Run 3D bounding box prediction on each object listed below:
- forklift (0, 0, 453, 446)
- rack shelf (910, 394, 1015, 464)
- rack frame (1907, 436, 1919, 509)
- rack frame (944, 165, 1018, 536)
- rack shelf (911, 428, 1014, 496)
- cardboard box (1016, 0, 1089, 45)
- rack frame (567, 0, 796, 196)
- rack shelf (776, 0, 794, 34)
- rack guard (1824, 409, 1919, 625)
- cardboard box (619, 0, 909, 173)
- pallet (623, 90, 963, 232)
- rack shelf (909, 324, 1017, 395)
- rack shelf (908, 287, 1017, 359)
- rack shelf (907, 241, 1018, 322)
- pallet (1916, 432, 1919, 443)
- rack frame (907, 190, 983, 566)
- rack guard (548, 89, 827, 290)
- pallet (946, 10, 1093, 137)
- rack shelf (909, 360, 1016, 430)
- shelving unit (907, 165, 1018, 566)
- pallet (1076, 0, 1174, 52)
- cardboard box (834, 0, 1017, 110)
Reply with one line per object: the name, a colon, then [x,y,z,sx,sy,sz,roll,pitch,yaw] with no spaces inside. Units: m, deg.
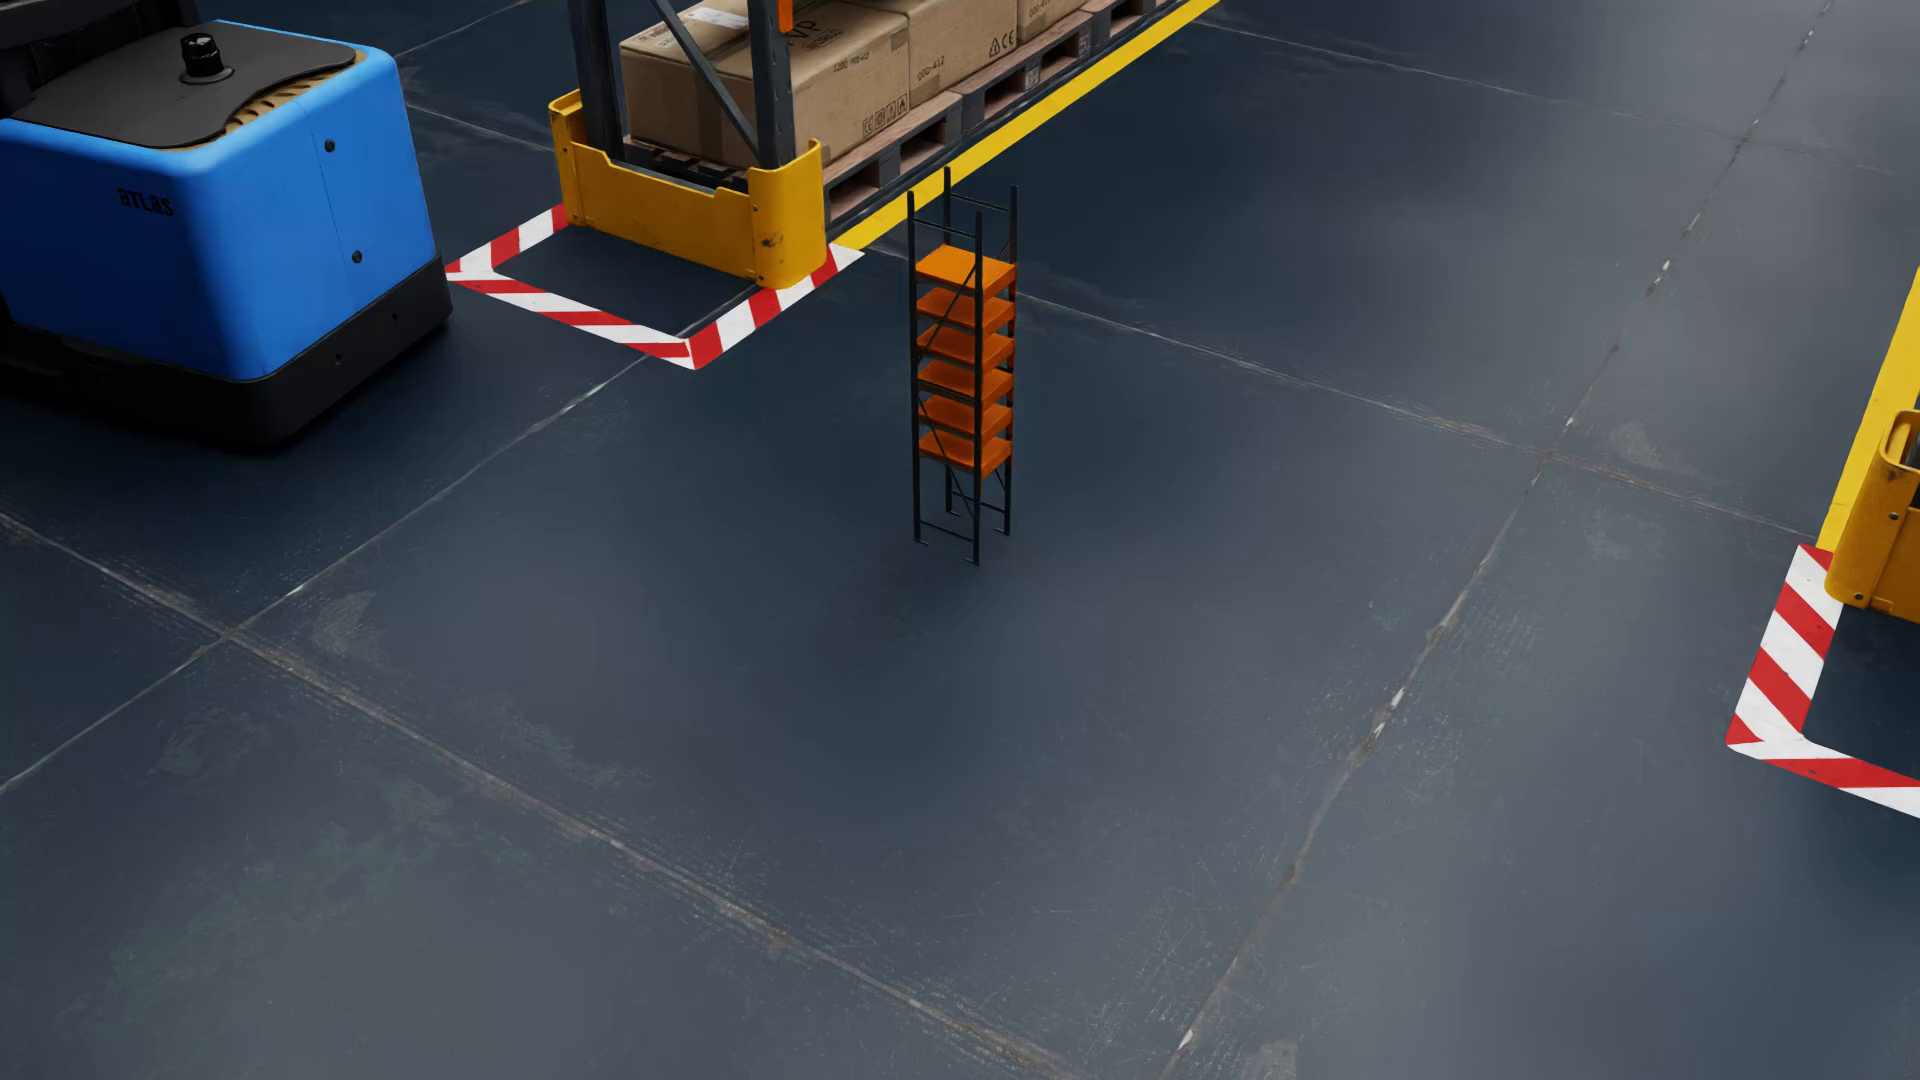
forklift: [-3.472,-2.060,5.521,3.031,2.935,1.130,15,40,18]
rack shelf: [0.008,-0.352,4.994,0.258,0.103,0.180,21,42,25]
rack frame: [3.148,-0.878,3.932,1.000,3.000,0.127,21,42,25]
rack frame: [0.057,-0.530,4.955,0.240,1.200,0.006,21,42,25]
rack shelf: [0.008,-0.257,5.067,0.258,0.103,0.180,21,42,25]
cardboard box: [0.151,-2.909,8.321,0.875,0.438,0.875,20,42,24]
rack frame: [-1.086,-2.445,5.965,1.000,3.000,0.127,21,42,25]
rack shelf: [-0.014,-3.191,7.522,1.077,0.370,4.000,21,42,25]
rack guard: [3.189,0.073,4.746,1.175,0.500,0.348,21,42,25]
cardboard box: [-0.816,-1.970,7.103,0.875,0.438,0.875,20,42,24]
pallet: [-0.723,-1.779,7.384,1.003,0.211,1.213,21,42,25]
rack shelf: [0.008,-0.543,4.847,0.258,0.103,0.180,21,42,25]
rack shelf: [0.008,-0.638,4.774,0.258,0.103,0.180,21,42,25]
rack shelf: [0.008,-0.733,4.701,0.258,0.103,0.180,21,42,25]
pallet: [3.654,-0.220,5.363,1.003,0.211,1.213,21,42,25]
rack frame: [-0.041,-0.435,4.832,0.240,1.200,0.006,21,42,25]
rack guard: [-1.098,-1.443,6.712,1.175,0.500,0.348,21,42,25]
pallet: [-0.069,-2.405,8.197,1.003,0.211,1.213,21,42,25]
rack shelf: [0.008,-0.447,4.920,0.258,0.103,0.180,21,42,25]
shelving unit: [0.008,-0.483,4.893,0.258,1.200,0.189,21,42,25]
pallet: [0.584,-3.036,9.016,1.003,0.211,1.213,21,42,25]
cardboard box: [-0.333,-2.444,7.718,0.875,0.438,0.875,22,43,26]
